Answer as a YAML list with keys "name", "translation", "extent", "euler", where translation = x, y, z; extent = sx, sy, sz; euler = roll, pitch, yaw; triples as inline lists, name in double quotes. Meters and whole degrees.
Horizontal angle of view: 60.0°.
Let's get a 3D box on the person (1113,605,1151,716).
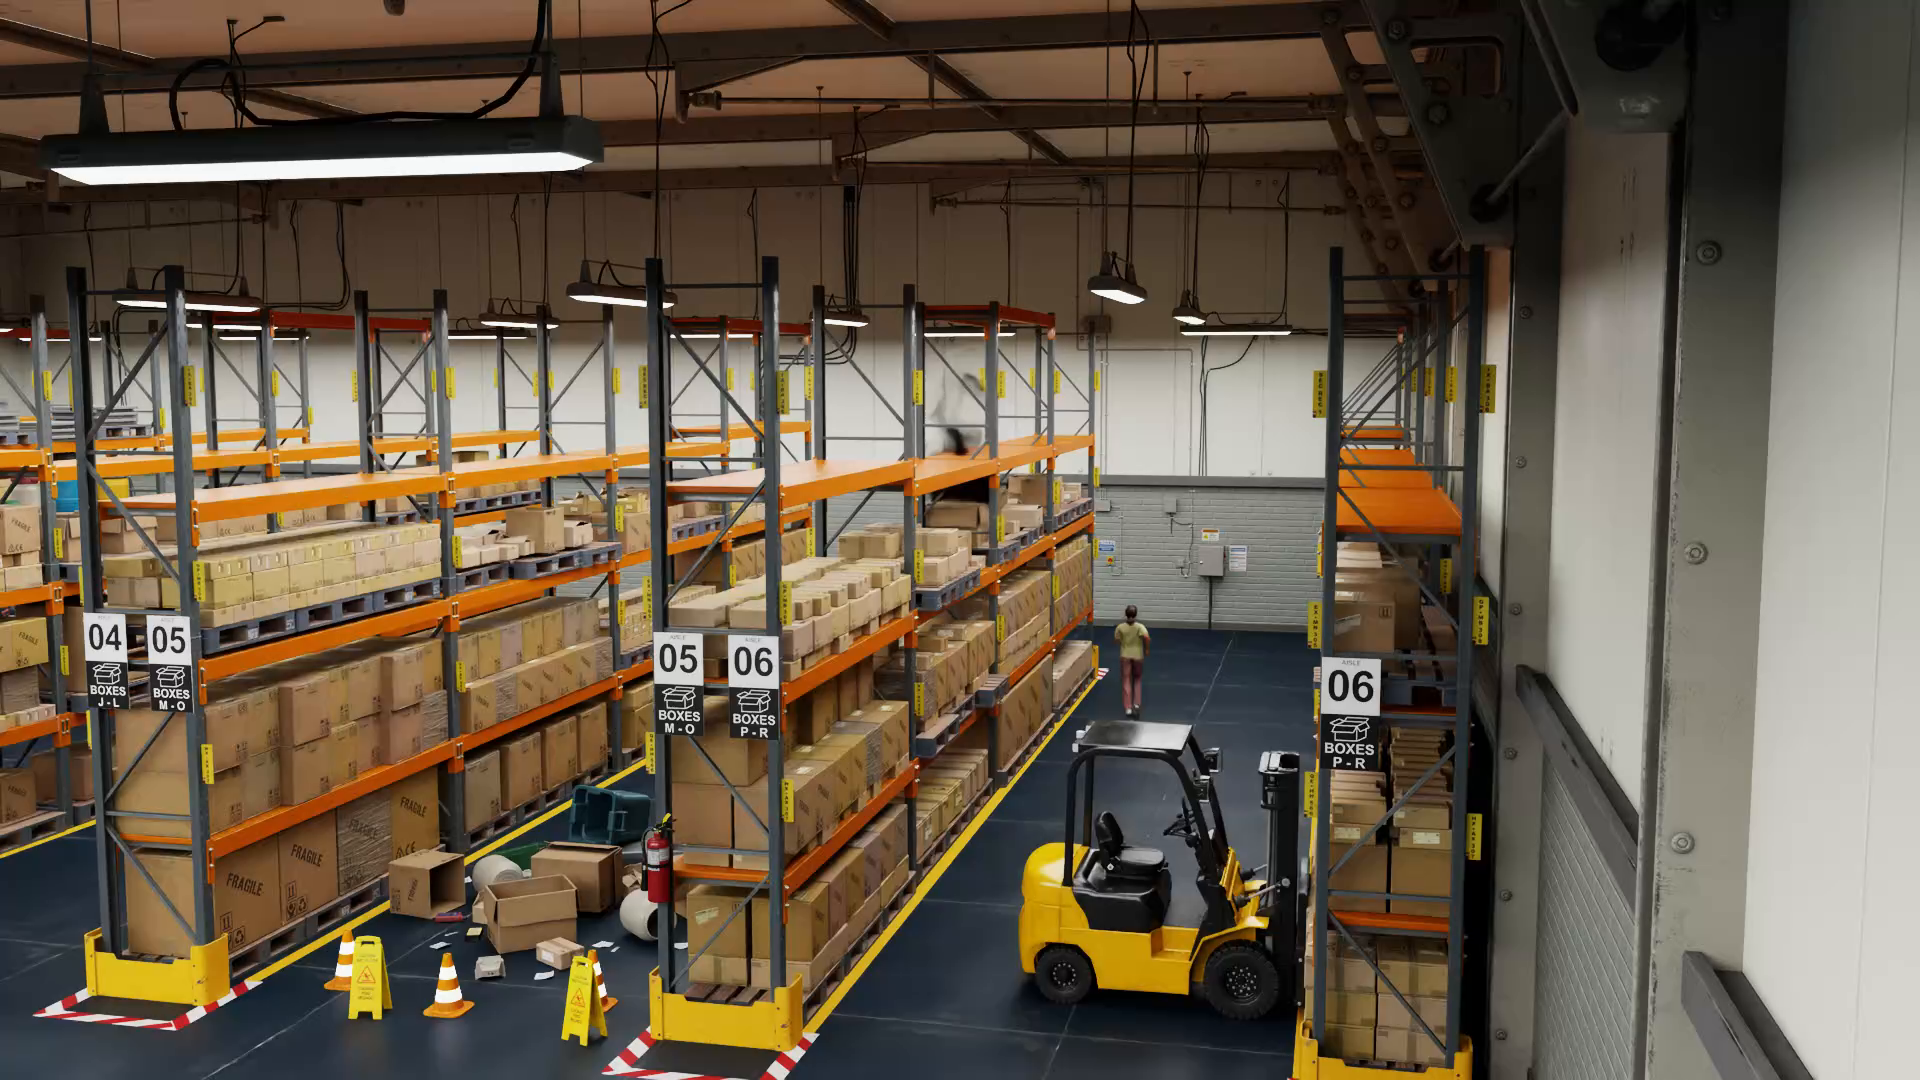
- name: "person"
  translation: [2.557, 1.822, 24.793]
  extent: [0.544, 1.725, 0.715]
  euler: [0, 6, 4]
